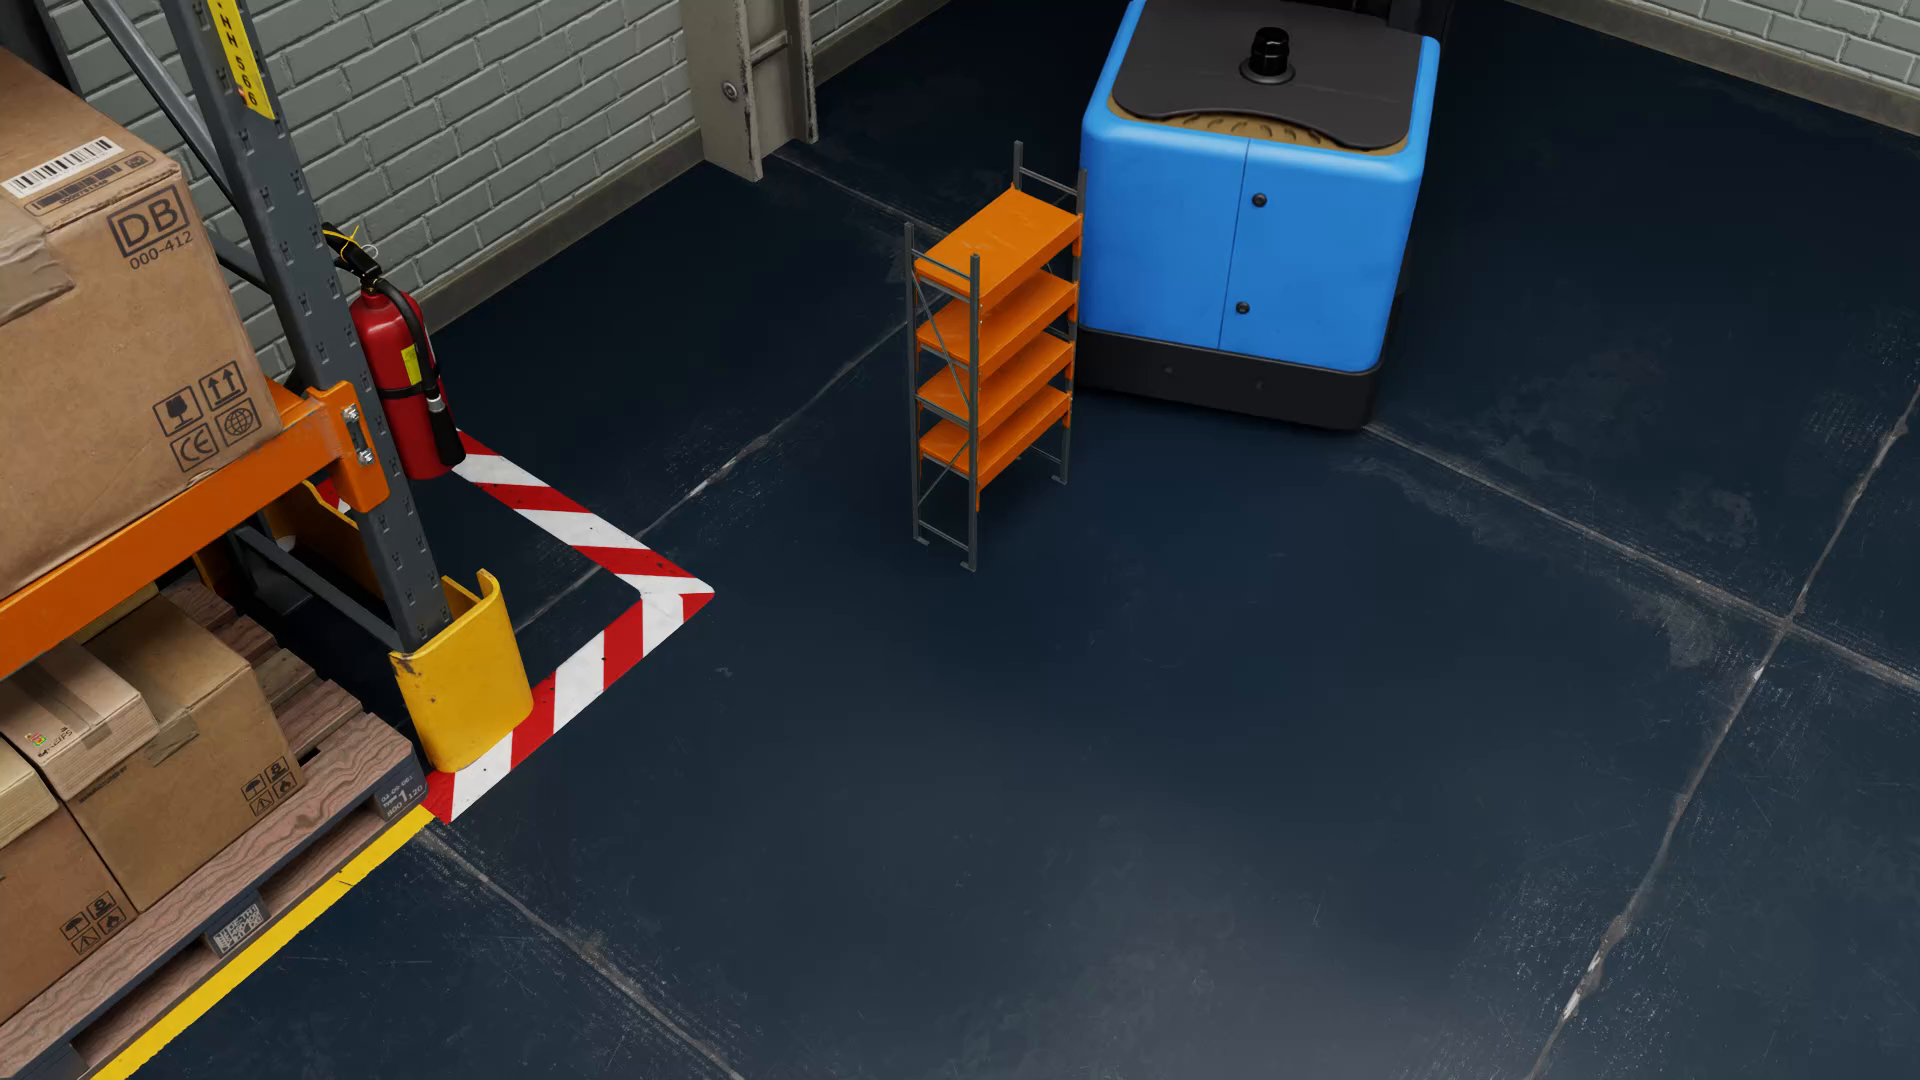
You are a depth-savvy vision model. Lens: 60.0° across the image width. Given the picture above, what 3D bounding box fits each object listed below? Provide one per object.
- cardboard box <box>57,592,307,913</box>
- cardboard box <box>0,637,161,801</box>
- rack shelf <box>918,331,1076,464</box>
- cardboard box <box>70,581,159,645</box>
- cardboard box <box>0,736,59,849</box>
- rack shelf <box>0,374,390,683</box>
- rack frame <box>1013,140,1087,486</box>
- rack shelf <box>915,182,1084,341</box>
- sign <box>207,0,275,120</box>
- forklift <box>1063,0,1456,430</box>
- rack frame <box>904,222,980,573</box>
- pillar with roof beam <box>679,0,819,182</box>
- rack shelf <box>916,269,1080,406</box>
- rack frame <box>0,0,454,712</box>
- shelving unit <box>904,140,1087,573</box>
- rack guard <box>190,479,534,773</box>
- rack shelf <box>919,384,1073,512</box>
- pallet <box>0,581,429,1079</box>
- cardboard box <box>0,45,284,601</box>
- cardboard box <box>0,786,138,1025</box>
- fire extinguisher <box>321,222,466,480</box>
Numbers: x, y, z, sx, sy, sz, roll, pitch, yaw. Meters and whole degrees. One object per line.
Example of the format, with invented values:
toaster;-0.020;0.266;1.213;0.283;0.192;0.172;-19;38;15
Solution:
cardboard box;-2.133;0.453;4.181;0.700;0.500;0.500;29;53;25
cardboard box;-2.067;0.383;3.800;0.380;0.149;0.250;29;53;25
rack shelf;0.101;-0.463;4.955;0.258;0.148;0.480;29;53;25
cardboard box;-2.215;0.069;4.100;0.380;0.149;0.250;30;53;25
cardboard box;-2.223;0.529;3.660;0.380;0.149;0.250;31;54;26
rack shelf;-3.007;0.682;3.021;1.077;0.370;4.000;29;53;25
rack frame;0.250;-0.649;5.040;0.240;1.200;0.015;29;53;25
rack shelf;0.101;-0.781;4.622;0.258;0.148;0.480;29;53;25
sign;-1.363;-0.944;3.113;0.100;0.325;0.005;29;53;25
forklift;1.232;-2.464;5.577;1.130;2.935;3.031;11;47;10
rack frame;-0.048;-0.370;4.773;0.240;1.200;0.015;29;53;25
pillar with roof beam;2.589;-2.807;1.708;9.100;9.000;0.400;29;53;25
rack shelf;0.101;-0.617;4.794;0.258;0.148;0.480;29;53;25
rack frame;-1.784;-0.710;3.854;1.000;3.000;0.127;29;53;25
shelving unit;0.101;-0.509;4.907;0.258;1.200;0.503;29;53;25
rack guard;-1.769;0.139;4.771;1.175;0.500;0.348;29;53;25
rack shelf;0.101;-0.326;5.099;0.258;0.148;0.480;29;53;25
pallet;-2.211;0.745;4.393;1.003;0.211;1.213;29;53;25
cardboard box;-2.088;-0.518;3.463;0.980;0.700;0.700;32;54;27
cardboard box;-2.439;0.739;3.908;0.700;0.500;0.500;29;53;25
fire extinguisher;-1.327;-0.437;3.905;0.296;0.674;0.183;29;53;25
